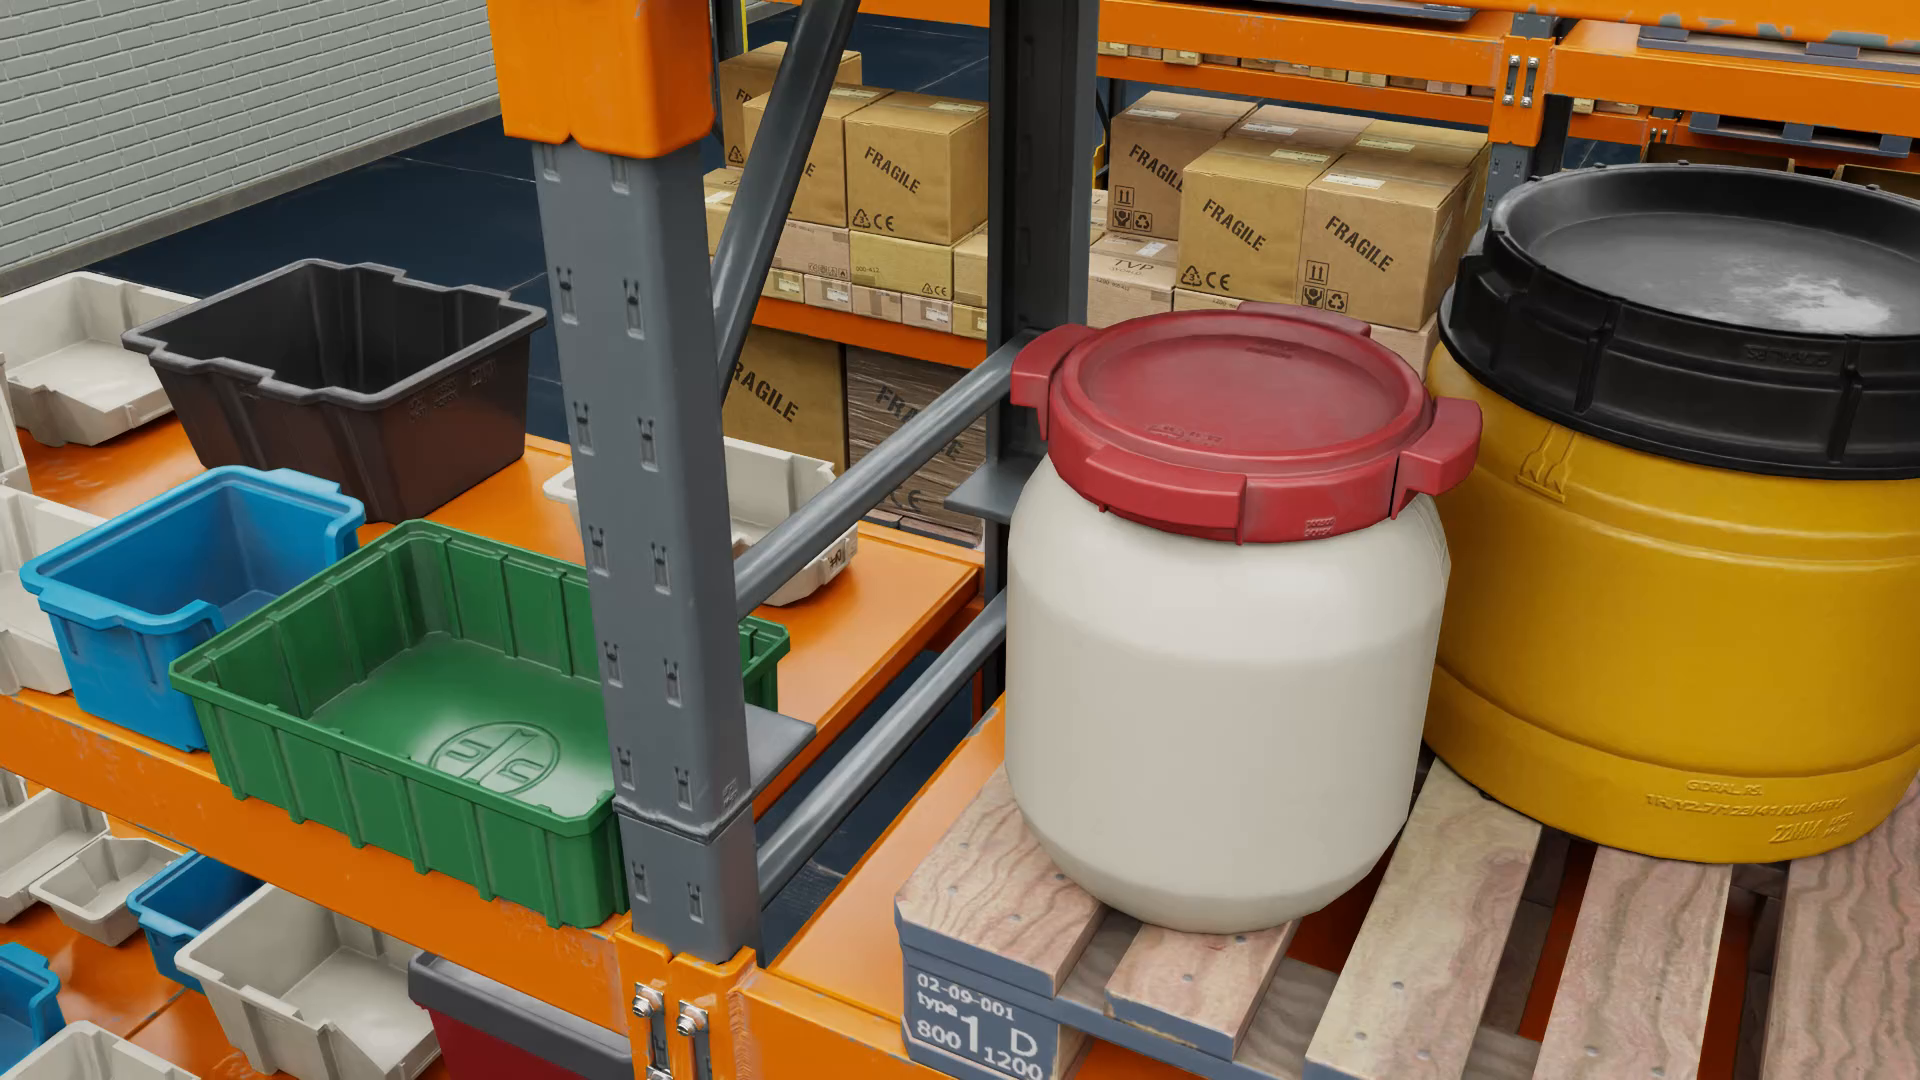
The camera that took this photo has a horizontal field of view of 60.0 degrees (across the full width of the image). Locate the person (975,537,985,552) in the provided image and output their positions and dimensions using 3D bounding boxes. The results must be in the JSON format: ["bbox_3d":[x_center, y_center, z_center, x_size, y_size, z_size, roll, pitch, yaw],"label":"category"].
[{"bbox_3d":[0.315,0.310,6.291,0.666,1.543,0.622,15,33,24],"label":"person"}]
